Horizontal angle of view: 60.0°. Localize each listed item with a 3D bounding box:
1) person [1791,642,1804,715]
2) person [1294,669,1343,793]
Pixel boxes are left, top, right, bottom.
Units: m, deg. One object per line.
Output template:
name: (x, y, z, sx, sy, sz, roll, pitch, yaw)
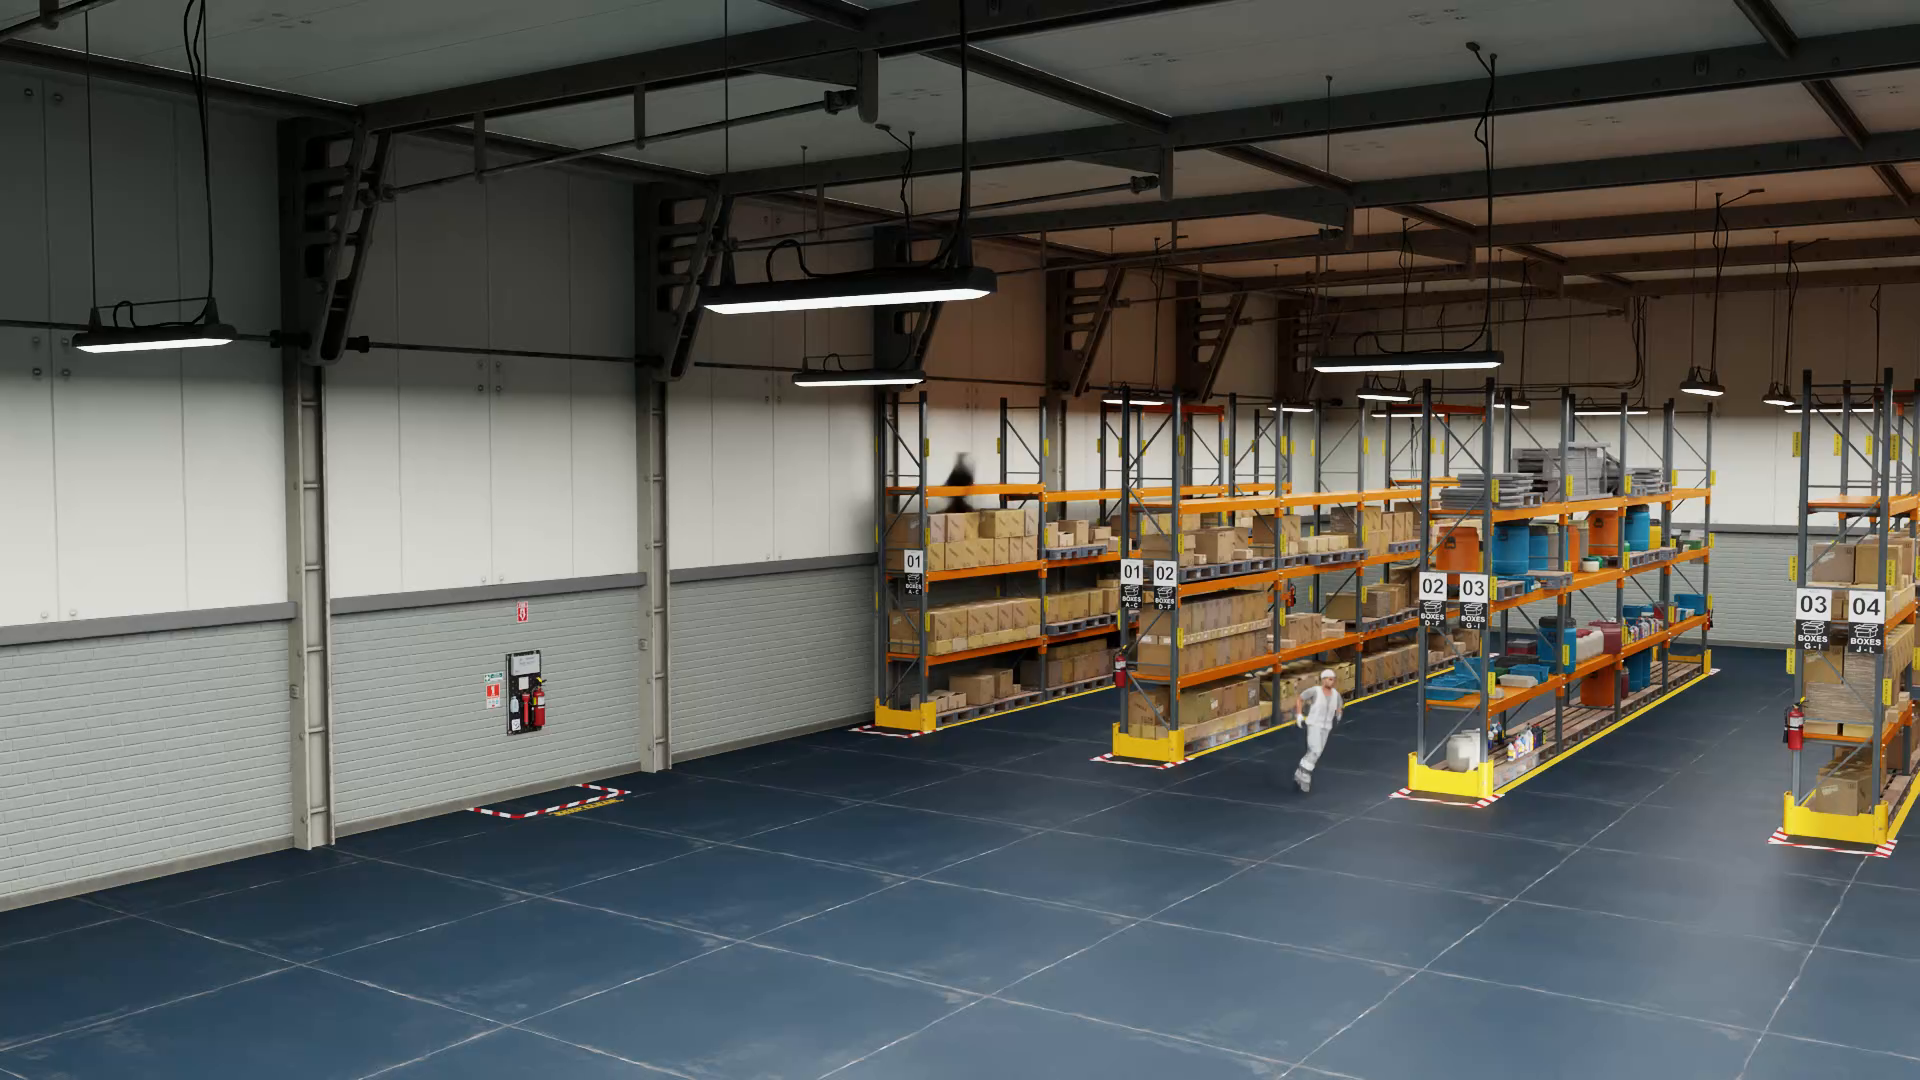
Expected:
person: (15.703, 2.436, 30.809, 0.638, 1.699, 0.656, 2, 4, 33)
person: (5.227, 2.759, 24.319, 0.770, 1.750, 0.804, -1, 3, -21)
